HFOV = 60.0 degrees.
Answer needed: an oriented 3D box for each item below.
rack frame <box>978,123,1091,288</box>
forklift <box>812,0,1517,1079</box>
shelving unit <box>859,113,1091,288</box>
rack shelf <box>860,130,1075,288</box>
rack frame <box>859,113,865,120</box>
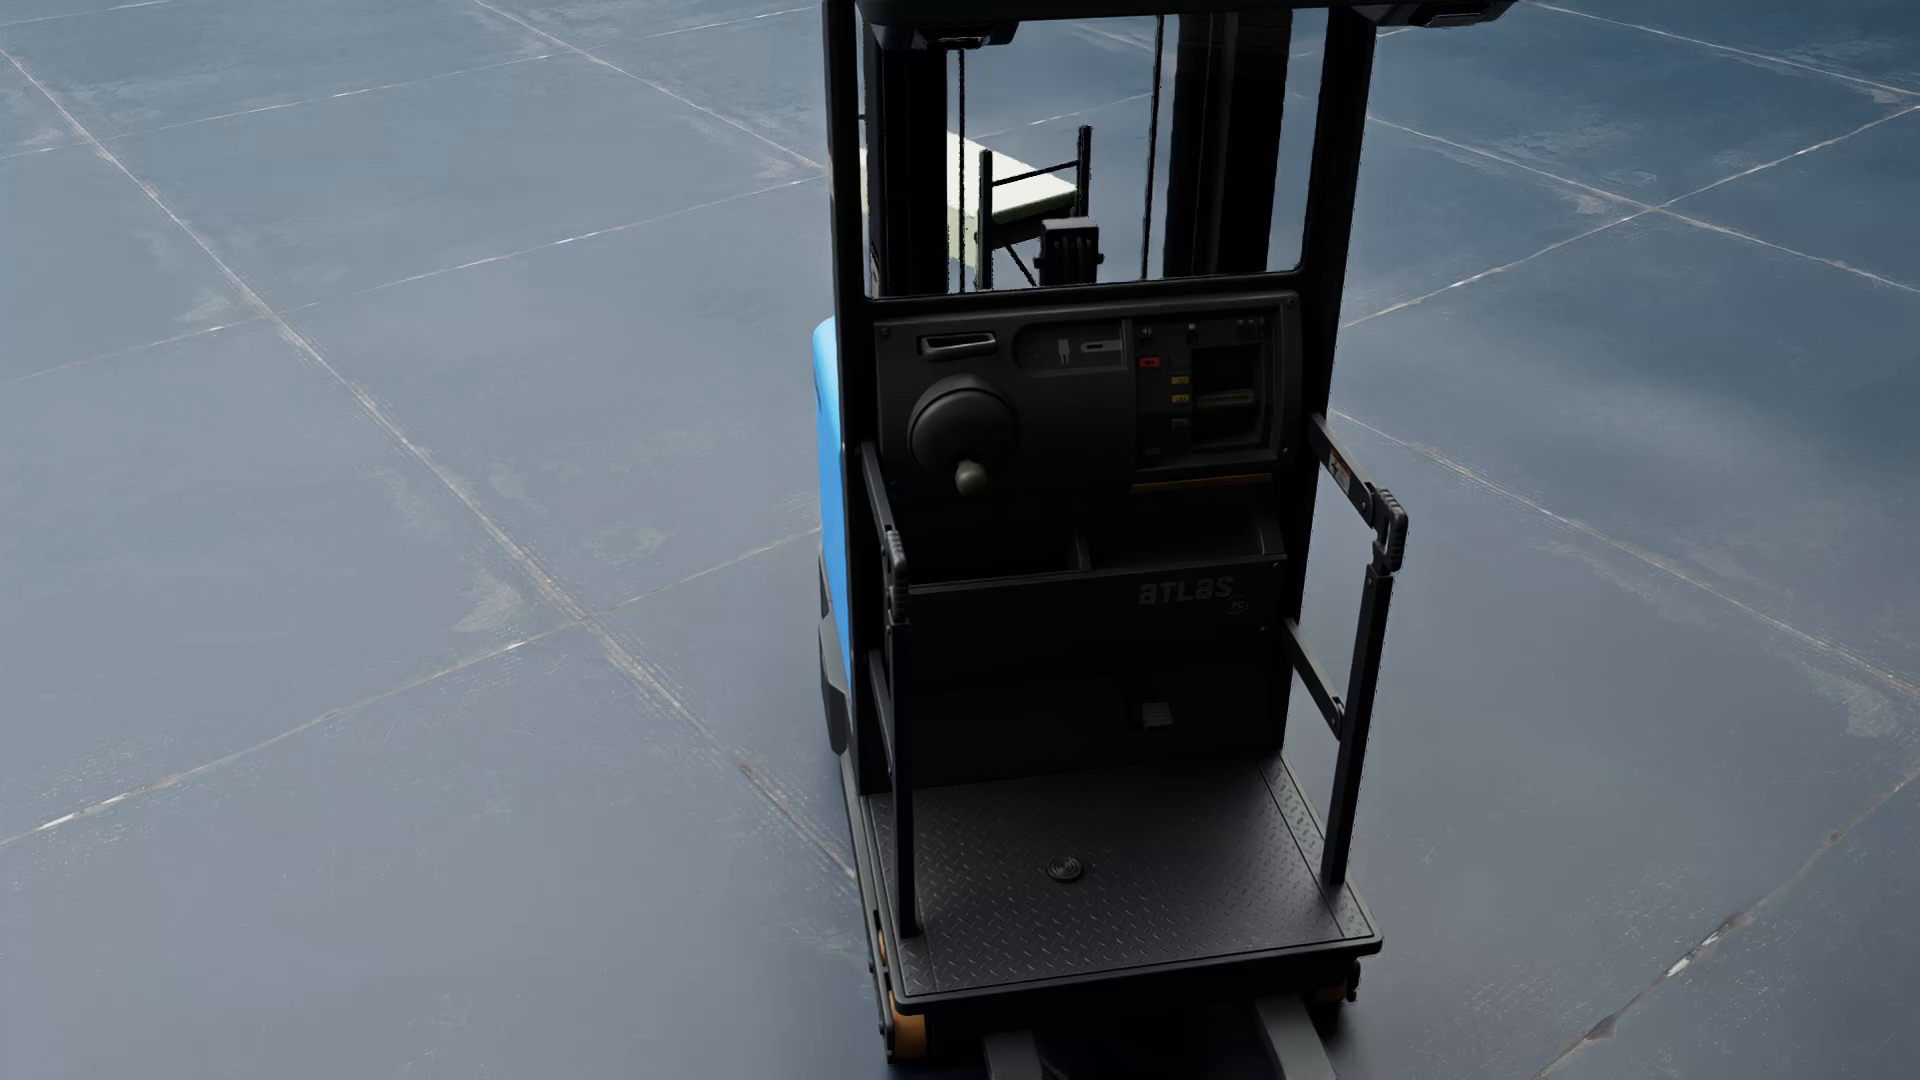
[{"bbox_3d":[0.218,-0.517,5.161,0.400,1.500,0.023,-22,38,-31],"label":"rack frame"},{"bbox_3d":[0.321,-0.259,3.388,1.130,2.935,3.031,-5,32,-8],"label":"forklift"},{"bbox_3d":[-0.002,-0.671,5.409,0.431,1.500,0.755,-22,38,-31],"label":"shelving unit"},{"bbox_3d":[-0.002,-1.003,5.204,0.431,0.370,0.720,-22,38,-31],"label":"rack shelf"},{"bbox_3d":[-0.222,-0.826,5.658,0.400,1.500,0.023,-22,38,-31],"label":"rack frame"}]
